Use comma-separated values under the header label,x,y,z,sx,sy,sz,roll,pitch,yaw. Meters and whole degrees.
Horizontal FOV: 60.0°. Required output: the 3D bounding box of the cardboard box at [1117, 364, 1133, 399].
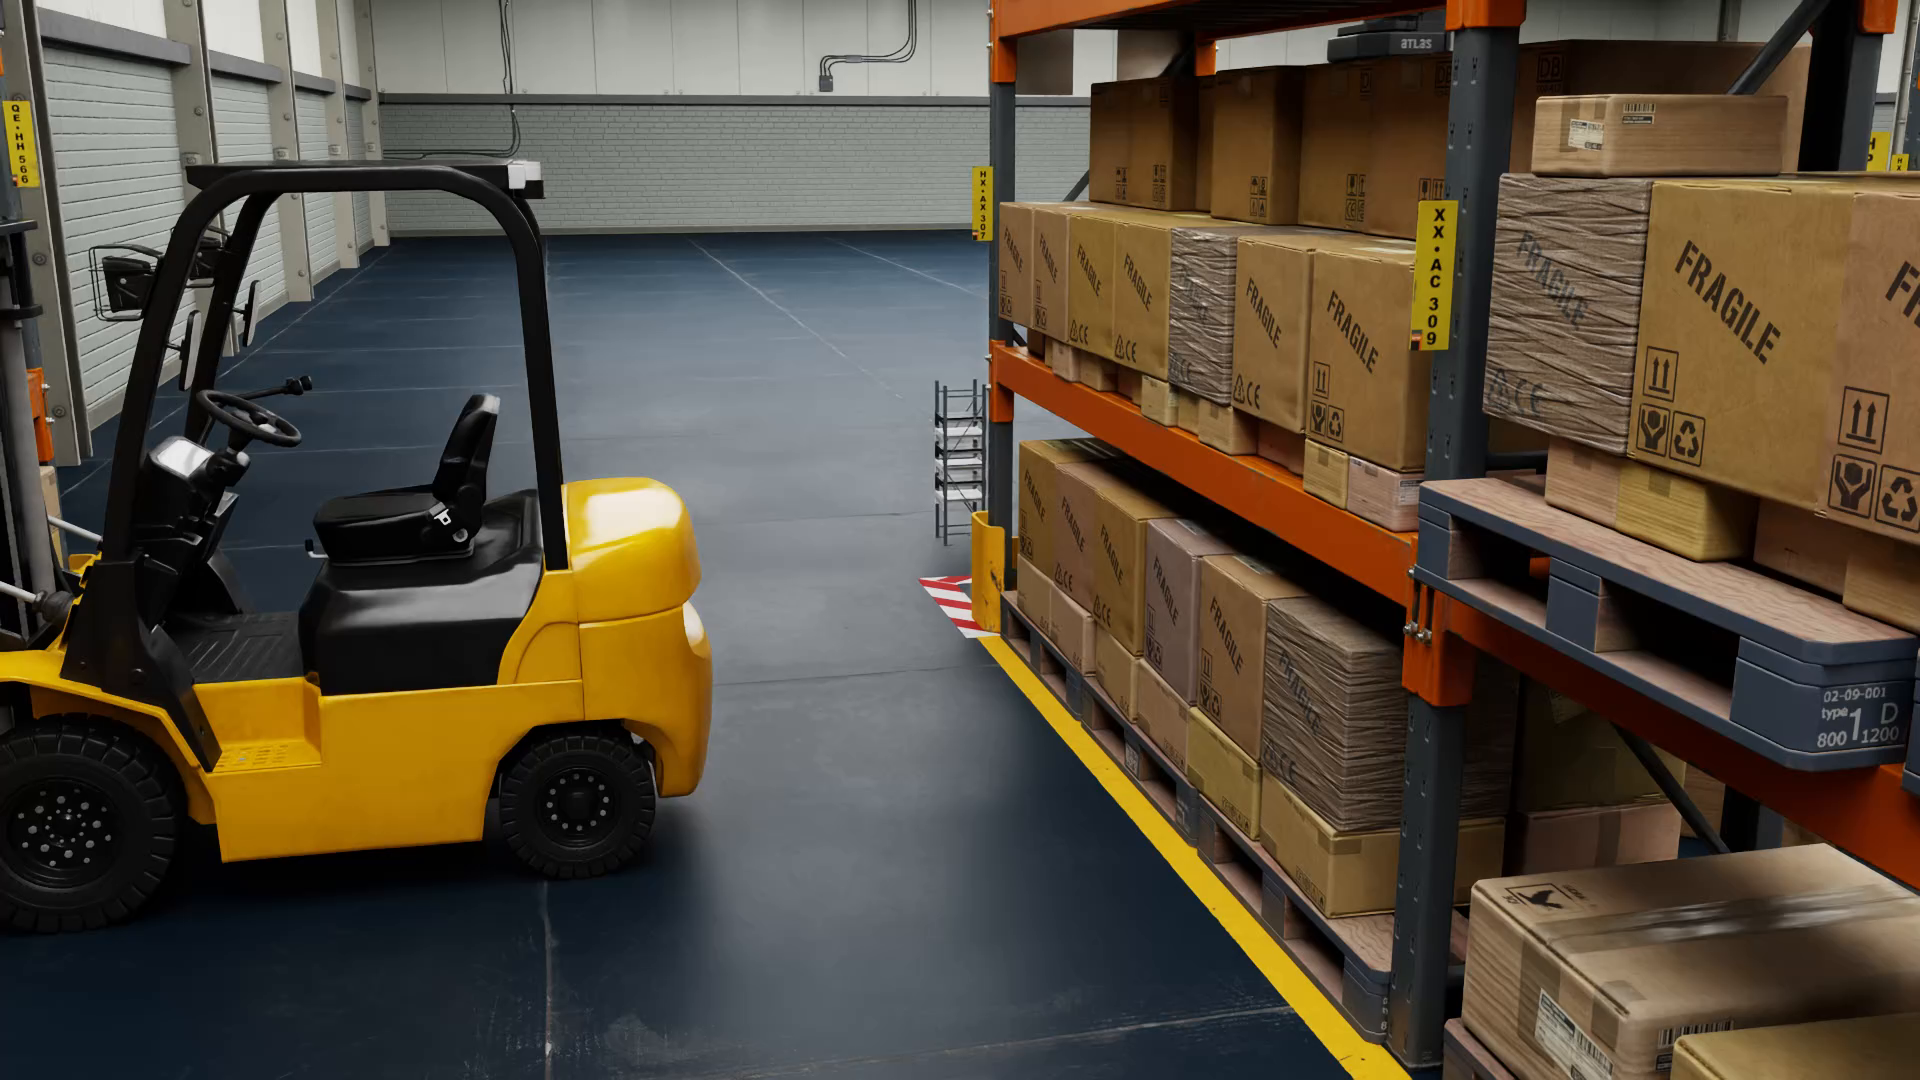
label,x,y,z,sx,sy,sz,roll,pitch,yaw
cardboard box,0.796,-0.603,6.106,0.380,0.149,0.250,-3,14,-11

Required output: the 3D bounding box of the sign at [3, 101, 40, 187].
label,x,y,z,sx,sy,sz,roll,pitch,yaw
sign,-3.661,-1.542,6.480,0.100,0.325,0.005,-3,14,-13

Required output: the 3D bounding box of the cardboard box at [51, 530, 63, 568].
label,x,y,z,sx,sy,sz,roll,pitch,yaw
cardboard box,-3.774,0.146,6.364,0.500,0.250,0.500,-3,14,-14

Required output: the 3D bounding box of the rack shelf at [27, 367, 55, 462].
label,x,y,z,sx,sy,sz,roll,pitch,yaw
rack shelf,-3.722,-0.027,4.732,1.077,0.370,4.000,-3,14,-13

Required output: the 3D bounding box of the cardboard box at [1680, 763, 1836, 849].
label,x,y,z,sx,sy,sz,roll,pitch,yaw
cardboard box,2.643,0.698,5.512,0.500,0.500,0.500,7,15,26

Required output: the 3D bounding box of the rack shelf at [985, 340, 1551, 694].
label,x,y,z,sx,sy,sz,roll,pitch,yaw
rack shelf,1.102,-0.304,5.868,1.077,0.370,4.000,-3,14,-13

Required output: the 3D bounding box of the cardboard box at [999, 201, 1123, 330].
label,x,y,z,sx,sy,sz,roll,pitch,yaw
cardboard box,0.474,-1.183,7.113,0.500,0.500,0.500,-4,14,-14

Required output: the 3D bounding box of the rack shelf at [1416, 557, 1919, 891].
label,x,y,z,sx,sy,sz,roll,pitch,yaw
rack shelf,2.041,0.619,2.091,1.077,0.370,4.000,-3,14,-13

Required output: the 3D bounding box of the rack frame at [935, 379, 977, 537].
label,x,y,z,sx,sy,sz,roll,pitch,yaw
rack frame,-0.022,-0.459,9.409,0.240,0.900,0.006,-3,14,-13

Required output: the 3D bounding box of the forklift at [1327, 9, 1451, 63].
label,x,y,z,sx,sy,sz,roll,pitch,yaw
forklift,3.054,-1.683,10.139,3.031,2.935,1.130,-2,14,-8

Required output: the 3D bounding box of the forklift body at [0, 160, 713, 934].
label,x,y,z,sx,sy,sz,roll,pitch,yaw
forklift body,-1.973,-0.089,5.261,2.313,2.155,1.214,-3,14,-13

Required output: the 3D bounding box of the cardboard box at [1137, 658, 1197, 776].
label,x,y,z,sx,sy,sz,roll,pitch,yaw
cardboard box,0.922,0.578,5.649,0.500,0.250,0.500,-3,14,-12

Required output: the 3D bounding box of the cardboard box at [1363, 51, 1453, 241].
label,x,y,z,sx,sy,sz,roll,pitch,yaw
cardboard box,1.580,-1.104,4.680,0.700,0.500,0.500,-3,14,-13

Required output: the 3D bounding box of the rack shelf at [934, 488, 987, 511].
label,x,y,z,sx,sy,sz,roll,pitch,yaw
rack shelf,0.002,-0.228,9.363,0.258,0.077,0.200,-3,14,-13

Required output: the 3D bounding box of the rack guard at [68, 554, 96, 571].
label,x,y,z,sx,sy,sz,roll,pitch,yaw
rack guard,-4.198,0.371,6.854,1.175,0.500,0.348,-3,14,-13

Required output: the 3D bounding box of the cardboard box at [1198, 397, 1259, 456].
label,x,y,z,sx,sy,sz,roll,pitch,yaw
cardboard box,0.958,-0.362,5.116,0.380,0.149,0.250,-3,14,-14

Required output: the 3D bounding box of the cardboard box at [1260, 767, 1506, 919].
label,x,y,z,sx,sy,sz,roll,pitch,yaw
cardboard box,1.171,0.818,4.667,0.500,0.250,0.500,-3,14,-11

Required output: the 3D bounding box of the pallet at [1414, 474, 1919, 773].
label,x,y,z,sx,sy,sz,roll,pitch,yaw
pallet,1.610,0.085,3.162,1.003,0.211,1.213,-3,14,-13

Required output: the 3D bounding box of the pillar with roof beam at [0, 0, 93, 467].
label,x,y,z,sx,sy,sz,roll,pitch,yaw
pillar with roof beam,-2.129,-5.165,11.607,9.100,9.000,0.400,-3,14,-13

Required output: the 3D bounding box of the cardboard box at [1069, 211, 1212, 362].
label,x,y,z,sx,sy,sz,roll,pitch,yaw
cardboard box,0.719,-0.947,6.144,0.500,0.500,0.500,-4,14,-14

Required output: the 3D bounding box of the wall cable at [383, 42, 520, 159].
label,x,y,z,sx,sy,sz,roll,pitch,yaw
wall cable,-11.357,-9.707,36.739,3.097,2.526,0.112,-3,14,-13

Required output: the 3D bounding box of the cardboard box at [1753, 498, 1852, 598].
label,x,y,z,sx,sy,sz,roll,pitch,yaw
cardboard box,1.585,-0.010,2.792,0.380,0.149,0.250,-2,14,-10

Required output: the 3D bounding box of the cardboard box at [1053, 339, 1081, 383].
label,x,y,z,sx,sy,sz,roll,pitch,yaw
cardboard box,0.582,-0.719,6.578,0.380,0.149,0.250,-3,14,-12

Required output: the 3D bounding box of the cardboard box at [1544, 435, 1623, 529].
label,x,y,z,sx,sy,sz,roll,pitch,yaw
cardboard box,1.394,-0.129,3.280,0.380,0.149,0.250,-3,14,-12

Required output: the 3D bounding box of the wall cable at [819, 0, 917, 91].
label,x,y,z,sx,sy,sz,roll,pitch,yaw
wall cable,-2.125,-13.393,38.118,2.305,6.003,0.169,-3,14,-13

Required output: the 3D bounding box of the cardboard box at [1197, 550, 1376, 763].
label,x,y,z,sx,sy,sz,roll,pitch,yaw
cardboard box,1.051,0.336,5.058,0.500,0.500,0.500,-3,14,-12

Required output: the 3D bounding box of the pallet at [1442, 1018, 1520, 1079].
label,x,y,z,sx,sy,sz,roll,pitch,yaw
pallet,1.756,1.342,3.490,1.003,0.211,1.213,-3,14,-13

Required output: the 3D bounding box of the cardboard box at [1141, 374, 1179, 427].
label,x,y,z,sx,sy,sz,roll,pitch,yaw
cardboard box,0.831,-0.480,5.599,0.380,0.149,0.250,-3,14,-13

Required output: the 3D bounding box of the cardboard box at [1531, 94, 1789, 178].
label,x,y,z,sx,sy,sz,roll,pitch,yaw
cardboard box,1.338,-0.776,3.195,0.380,0.149,0.250,-3,14,-13

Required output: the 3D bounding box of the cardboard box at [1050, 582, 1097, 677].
label,x,y,z,sx,sy,sz,roll,pitch,yaw
cardboard box,0.665,0.336,6.639,0.500,0.250,0.500,-3,14,-11

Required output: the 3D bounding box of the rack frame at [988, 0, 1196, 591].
label,x,y,z,sx,sy,sz,roll,pitch,yaw
rack frame,0.632,-1.115,7.671,1.000,3.000,0.127,-3,14,-13

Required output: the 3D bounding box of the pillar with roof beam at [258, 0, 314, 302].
label,x,y,z,sx,sy,sz,roll,pitch,yaw
pillar with roof beam,-4.947,-7.933,22.938,9.100,9.000,0.400,-3,14,-13

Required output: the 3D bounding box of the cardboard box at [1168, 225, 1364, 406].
label,x,y,z,sx,sy,sz,roll,pitch,yaw
cardboard box,0.972,-0.712,5.183,0.500,0.500,0.500,-3,14,-12

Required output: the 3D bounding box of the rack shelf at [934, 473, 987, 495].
label,x,y,z,sx,sy,sz,roll,pitch,yaw
rack shelf,0.002,-0.315,9.342,0.258,0.077,0.200,-3,14,-13

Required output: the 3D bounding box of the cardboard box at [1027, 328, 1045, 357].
label,x,y,z,sx,sy,sz,roll,pitch,yaw
cardboard box,0.511,-0.903,7.333,0.380,0.149,0.250,-3,14,-13

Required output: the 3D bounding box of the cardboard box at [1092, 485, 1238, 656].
label,x,y,z,sx,sy,sz,roll,pitch,yaw
cardboard box,0.796,0.096,6.043,0.500,0.500,0.500,-3,14,-12

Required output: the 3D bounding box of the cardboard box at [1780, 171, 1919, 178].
label,x,y,z,sx,sy,sz,roll,pitch,yaw
cardboard box,1.903,-0.496,3.413,0.500,0.500,0.500,-4,14,-14

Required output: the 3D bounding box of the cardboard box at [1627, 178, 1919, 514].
label,x,y,z,sx,sy,sz,roll,pitch,yaw
cardboard box,1.521,-0.350,2.816,0.500,0.500,0.500,-3,14,-13

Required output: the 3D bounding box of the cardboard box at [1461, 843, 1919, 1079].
label,x,y,z,sx,sy,sz,roll,pitch,yaw
cardboard box,1.697,1.001,3.661,0.950,0.372,0.625,-3,14,-12

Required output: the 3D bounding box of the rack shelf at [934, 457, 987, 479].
label,x,y,z,sx,sy,sz,roll,pitch,yaw
rack shelf,0.002,-0.403,9.320,0.258,0.077,0.200,-3,14,-13

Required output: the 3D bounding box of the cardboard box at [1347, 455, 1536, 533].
label,x,y,z,sx,sy,sz,roll,pitch,yaw
cardboard box,1.200,-0.127,4.157,0.380,0.149,0.250,-3,14,-14

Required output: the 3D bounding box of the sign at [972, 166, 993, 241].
label,x,y,z,sx,sy,sz,roll,pitch,yaw
sign,0.105,-1.505,7.444,0.100,0.325,0.005,-3,14,-13

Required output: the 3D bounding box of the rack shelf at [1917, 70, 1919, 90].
label,x,y,z,sx,sy,sz,roll,pitch,yaw
rack shelf,5.890,-2.061,6.736,1.077,0.370,4.000,-3,14,-13

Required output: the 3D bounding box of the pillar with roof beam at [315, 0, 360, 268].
label,x,y,z,sx,sy,sz,roll,pitch,yaw
pillar with roof beam,-6.356,-9.317,28.604,9.100,9.000,0.400,-3,14,-13

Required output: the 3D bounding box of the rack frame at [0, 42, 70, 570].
label,x,y,z,sx,sy,sz,roll,pitch,yaw
rack frame,-4.192,-0.837,6.535,1.000,3.000,0.127,-3,14,-13

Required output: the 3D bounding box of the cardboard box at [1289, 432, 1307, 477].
label,x,y,z,sx,sy,sz,roll,pitch,yaw
cardboard box,1.149,-0.249,4.656,0.380,0.149,0.250,-3,14,-13

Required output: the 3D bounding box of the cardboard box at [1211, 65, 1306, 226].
label,x,y,z,sx,sy,sz,roll,pitch,yaw
cardboard box,1.278,-1.336,5.632,0.700,0.500,0.500,-3,14,-14

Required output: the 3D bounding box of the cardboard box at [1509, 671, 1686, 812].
label,x,y,z,sx,sy,sz,roll,pitch,yaw
cardboard box,1.695,0.424,4.700,0.500,0.500,0.500,-3,14,-11

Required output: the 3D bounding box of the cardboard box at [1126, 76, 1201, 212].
label,x,y,z,sx,sy,sz,roll,pitch,yaw
cardboard box,1.076,-1.571,6.593,0.700,0.500,0.500,-3,14,-13

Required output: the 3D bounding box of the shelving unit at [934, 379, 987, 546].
label,x,y,z,sx,sy,sz,roll,pitch,yaw
shelving unit,0.002,-0.435,9.313,0.258,0.900,0.210,-3,14,-13

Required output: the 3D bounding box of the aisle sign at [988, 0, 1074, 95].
label,x,y,z,sx,sy,sz,roll,pitch,yaw
aisle sign,0.316,-2.375,7.350,0.394,0.787,0.004,-3,14,-13

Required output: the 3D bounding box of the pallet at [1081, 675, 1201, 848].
label,x,y,z,sx,sy,sz,roll,pitch,yaw
pallet,1.089,0.727,6.005,1.003,0.211,1.213,-3,14,-13

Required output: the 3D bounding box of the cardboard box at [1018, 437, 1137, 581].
label,x,y,z,sx,sy,sz,roll,pitch,yaw
cardboard box,0.559,-0.141,7.011,0.500,0.500,0.500,-4,14,-15

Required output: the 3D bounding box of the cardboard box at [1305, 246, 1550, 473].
label,x,y,z,sx,sy,sz,roll,pitch,yaw
cardboard box,1.225,-0.474,4.209,0.500,0.500,0.500,-4,14,-15
